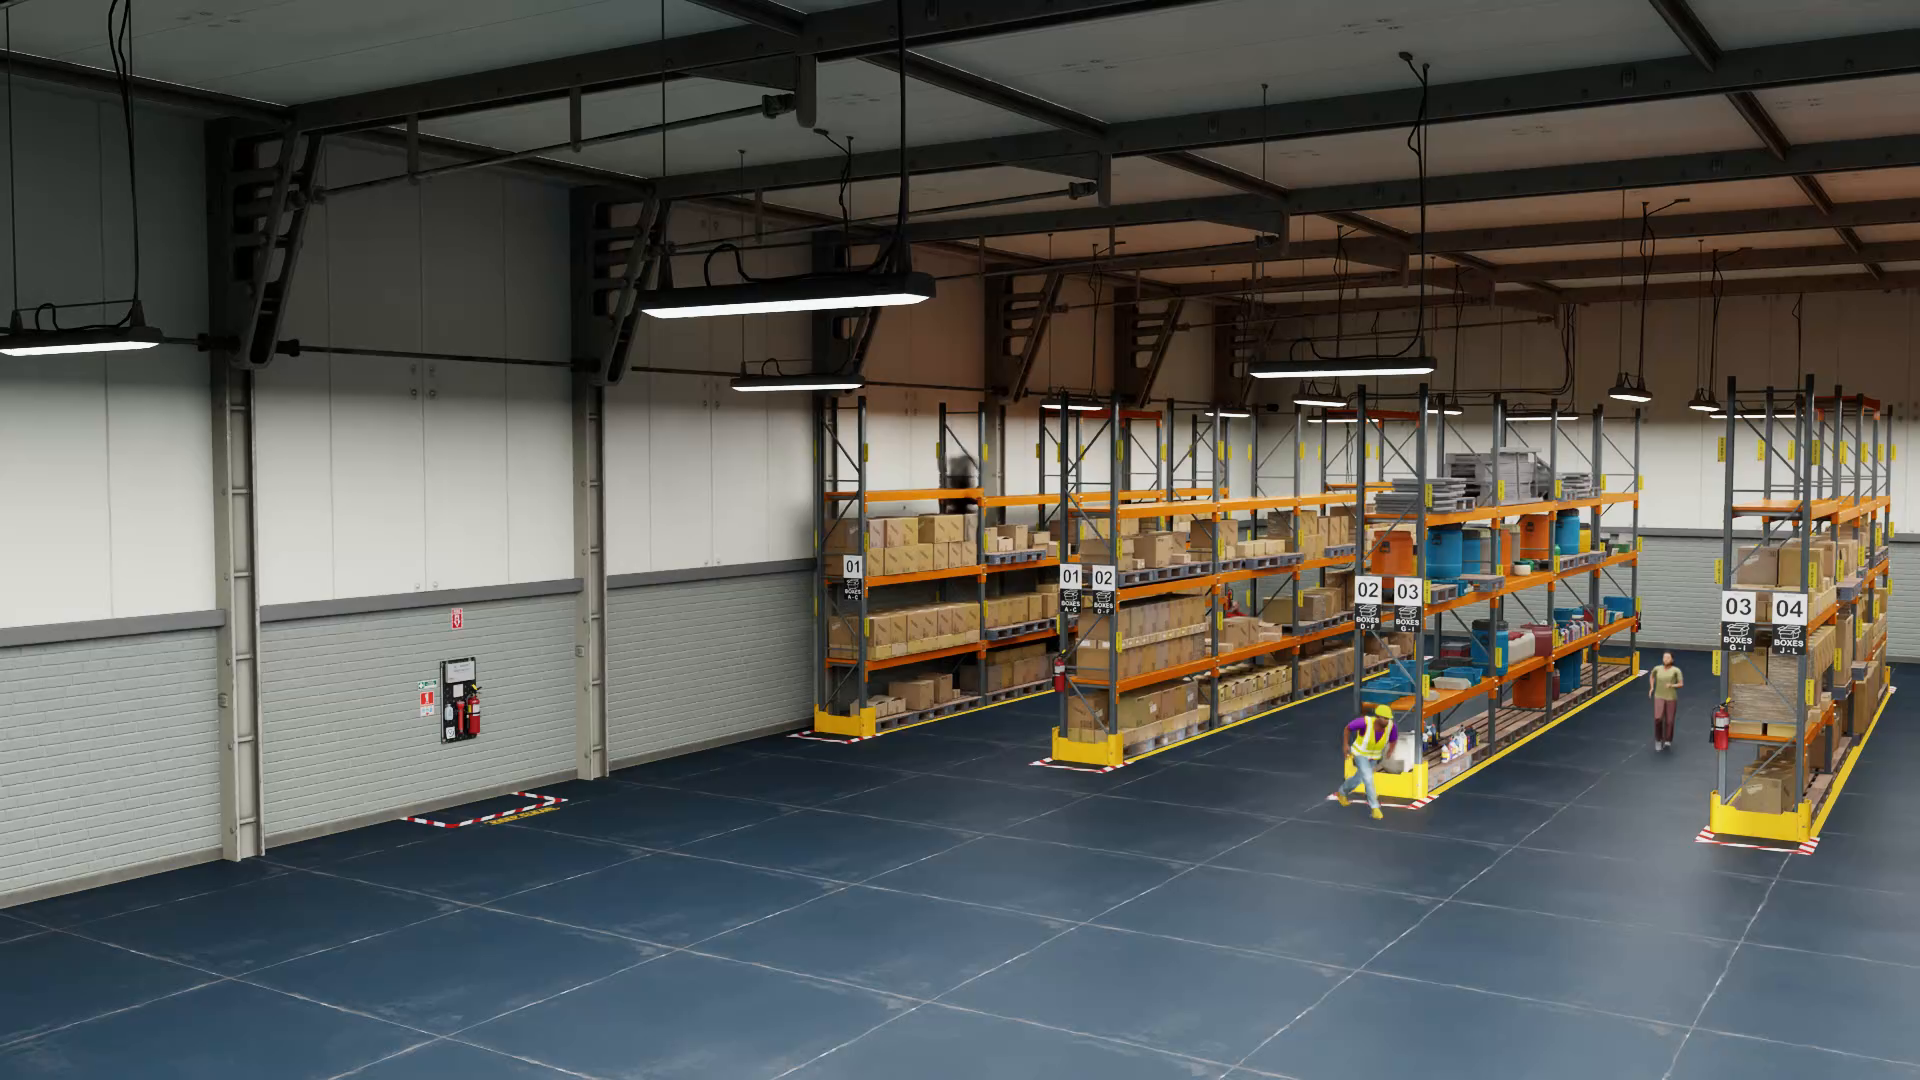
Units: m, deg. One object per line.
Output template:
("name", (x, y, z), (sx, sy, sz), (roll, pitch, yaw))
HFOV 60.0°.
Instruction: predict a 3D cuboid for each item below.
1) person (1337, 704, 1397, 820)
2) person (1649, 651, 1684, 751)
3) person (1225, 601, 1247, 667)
("person", (5.610, 3.005, 23.017), (0.716, 1.572, 1.148), (-1, 3, -17))
("person", (11.862, 2.700, 27.935), (0.532, 1.688, 0.688), (1, 3, 25))
("person", (6.073, 2.209, 36.909), (0.646, 1.699, 0.653), (2, 4, 31))
